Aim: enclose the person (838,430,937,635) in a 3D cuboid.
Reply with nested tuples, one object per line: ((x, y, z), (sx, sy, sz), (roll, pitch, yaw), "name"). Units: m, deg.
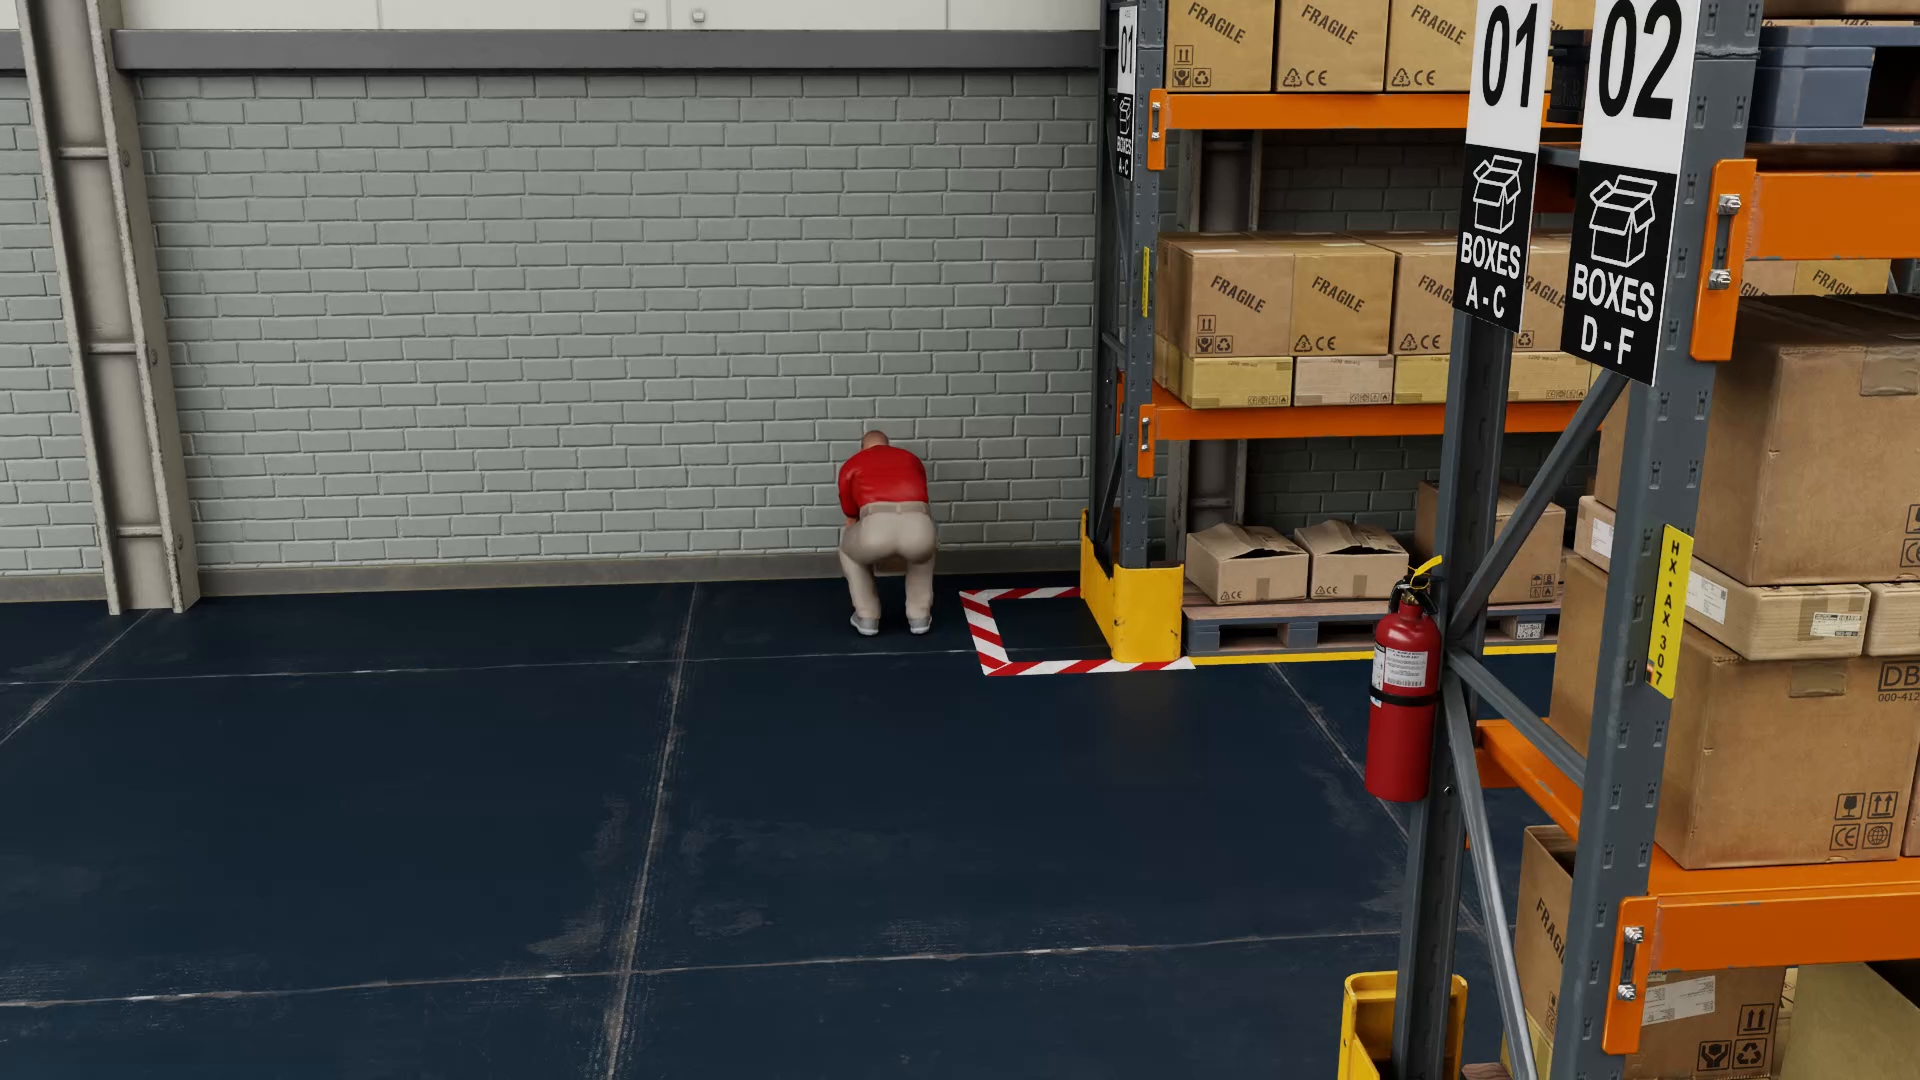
((-0.388, -0.031, 9.002), (0.537, 0.975, 0.904), (-2, 17, -7), "person")
